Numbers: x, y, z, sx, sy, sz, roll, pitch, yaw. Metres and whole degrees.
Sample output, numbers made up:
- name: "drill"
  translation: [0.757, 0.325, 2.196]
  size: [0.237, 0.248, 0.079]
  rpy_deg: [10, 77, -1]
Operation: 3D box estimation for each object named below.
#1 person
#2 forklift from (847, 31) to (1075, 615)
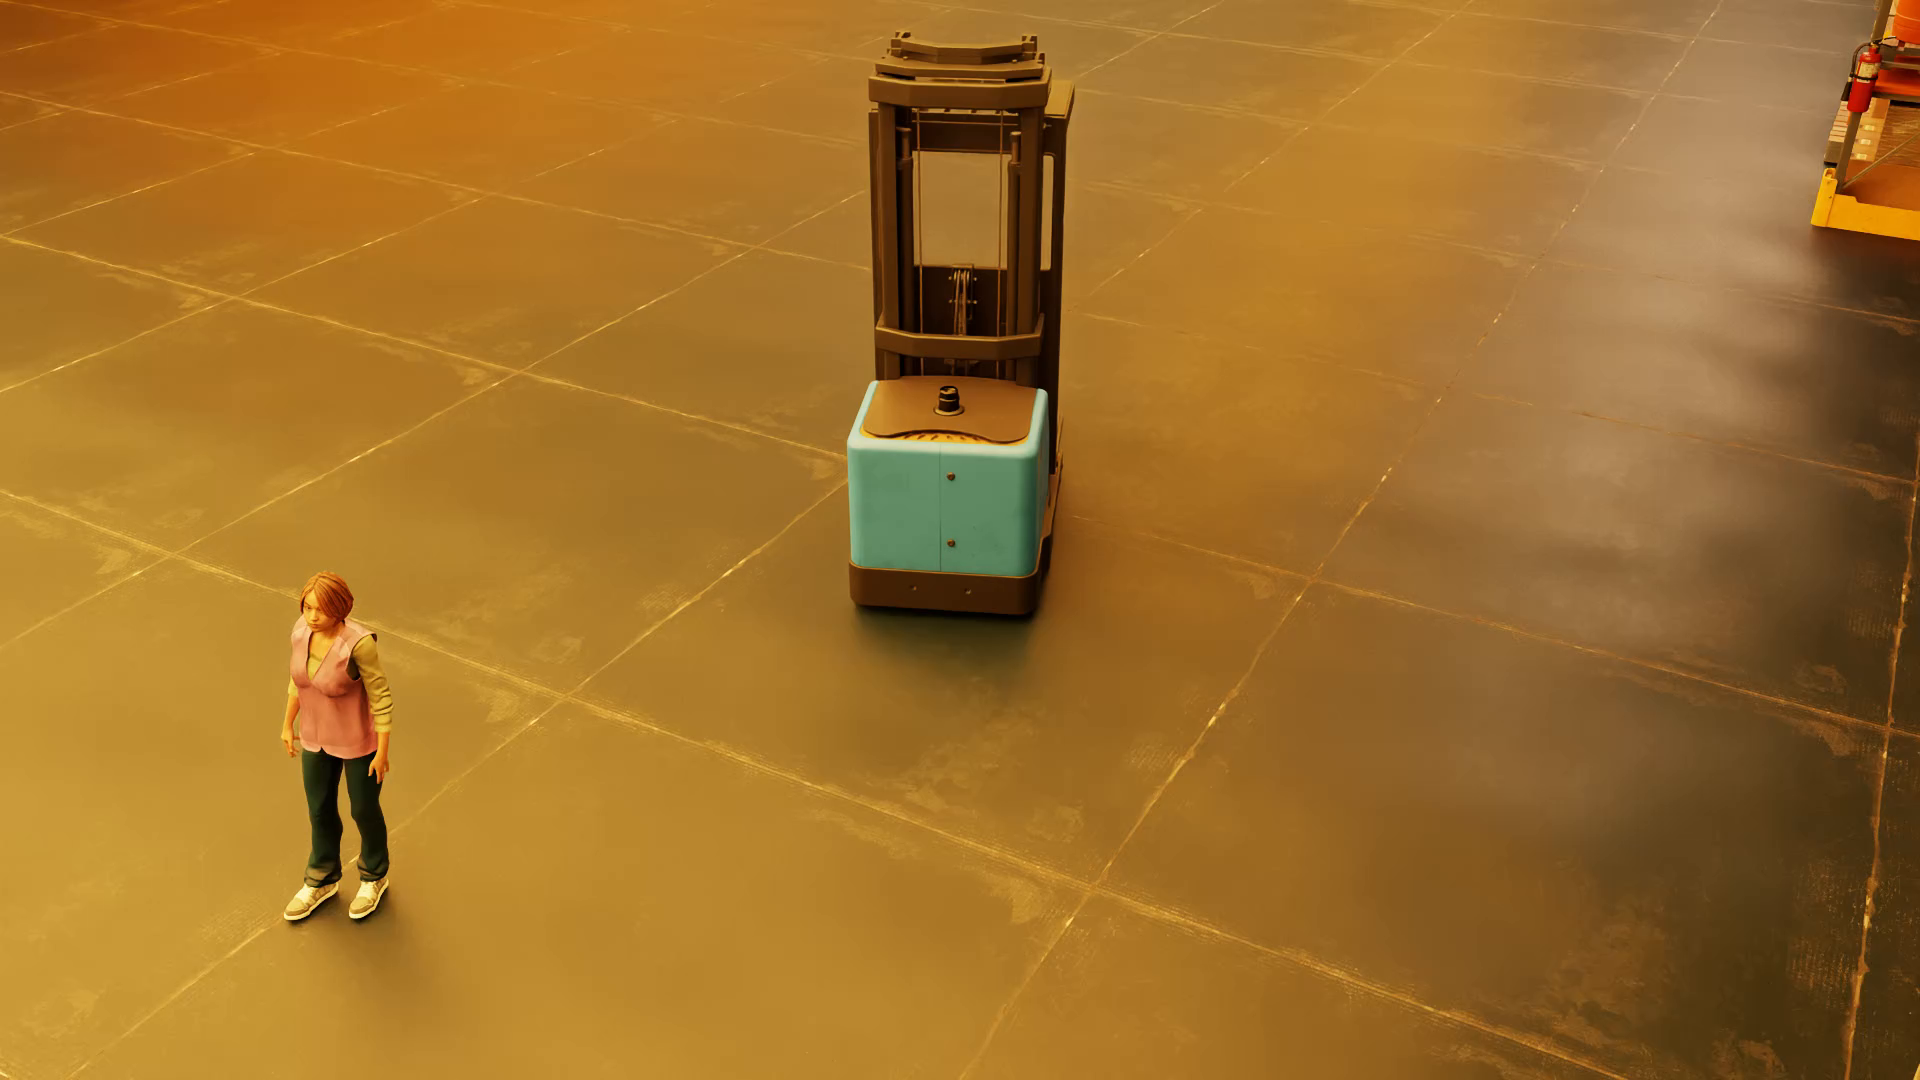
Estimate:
- name: "person"
  translation: [-2.602, 0.877, 6.870]
  size: [0.520, 1.597, 0.475]
  rpy_deg: [10, 31, 16]
- name: "forklift"
  translation: [0.072, -1.572, 9.794]
  size: [1.130, 2.935, 3.031]
  rpy_deg: [3, 30, 6]
